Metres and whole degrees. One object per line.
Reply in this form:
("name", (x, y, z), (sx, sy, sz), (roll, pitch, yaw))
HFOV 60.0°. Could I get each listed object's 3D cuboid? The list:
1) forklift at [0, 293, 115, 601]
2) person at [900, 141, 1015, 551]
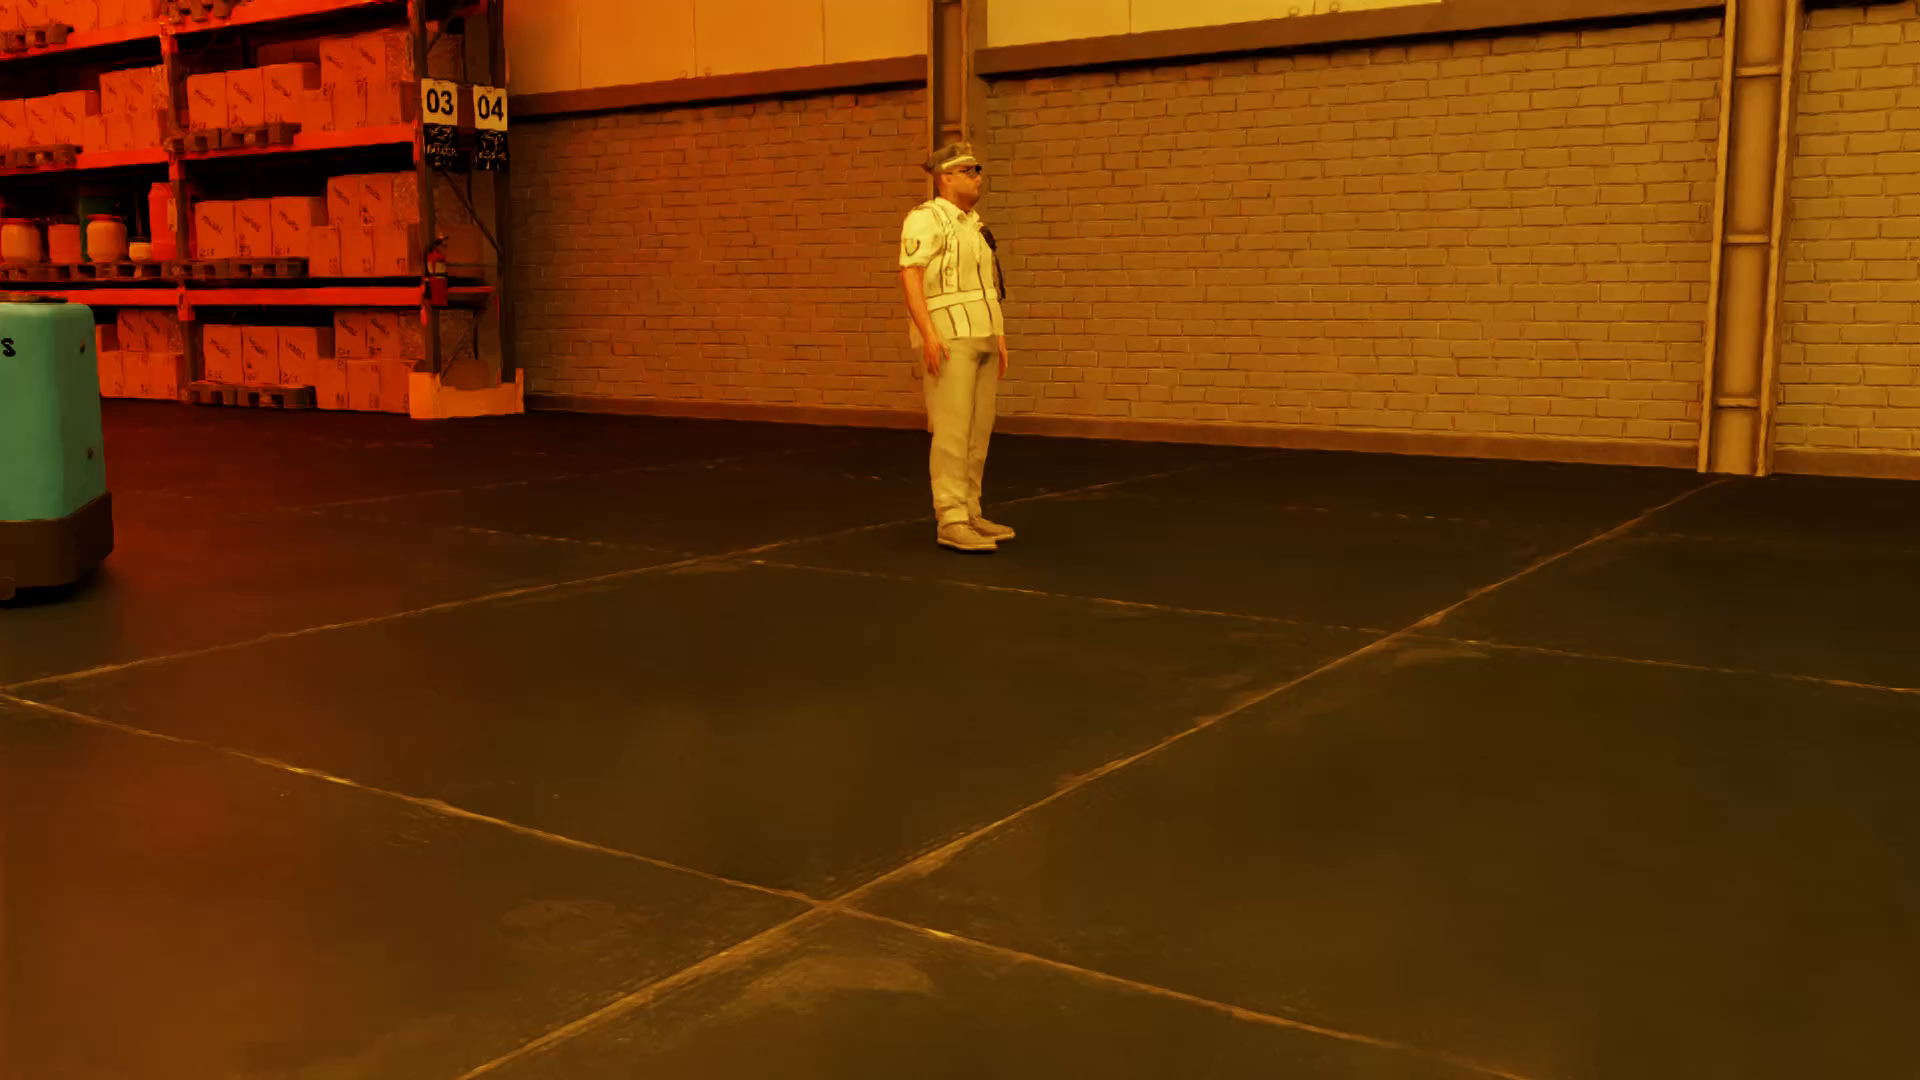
("forklift", (-4.777, -1.219, 5.765), (3.031, 2.935, 1.130), (-3, 9, -18))
("person", (0.058, -0.881, 7.424), (0.574, 1.778, 0.640), (5, 10, 34))
